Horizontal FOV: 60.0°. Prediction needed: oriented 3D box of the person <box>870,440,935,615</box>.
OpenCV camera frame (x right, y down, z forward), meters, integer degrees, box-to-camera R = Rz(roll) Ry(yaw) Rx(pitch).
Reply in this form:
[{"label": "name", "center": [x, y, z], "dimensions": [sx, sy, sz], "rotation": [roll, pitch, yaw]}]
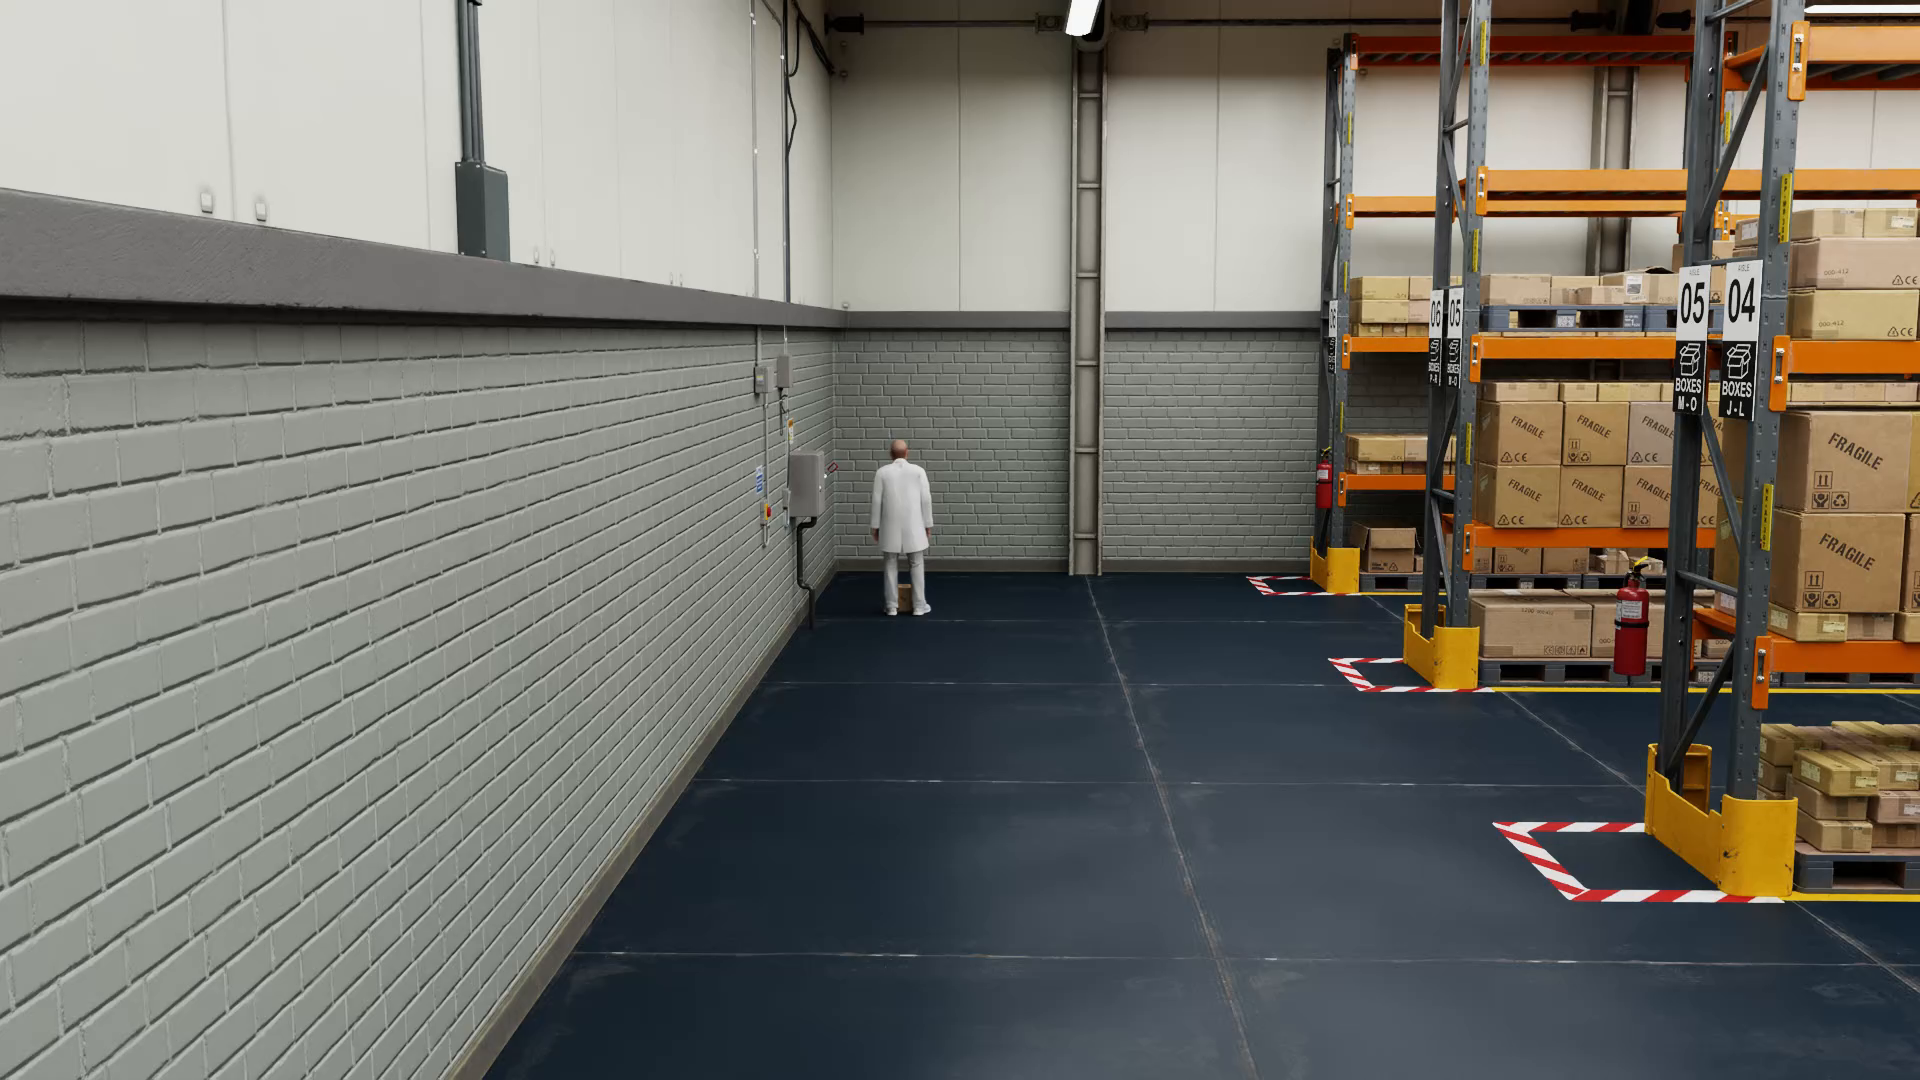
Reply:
[{"label": "person", "center": [-0.583, -0.128, 16.853], "dimensions": [0.654, 1.774, 0.419], "rotation": [0, 7, 0]}]
